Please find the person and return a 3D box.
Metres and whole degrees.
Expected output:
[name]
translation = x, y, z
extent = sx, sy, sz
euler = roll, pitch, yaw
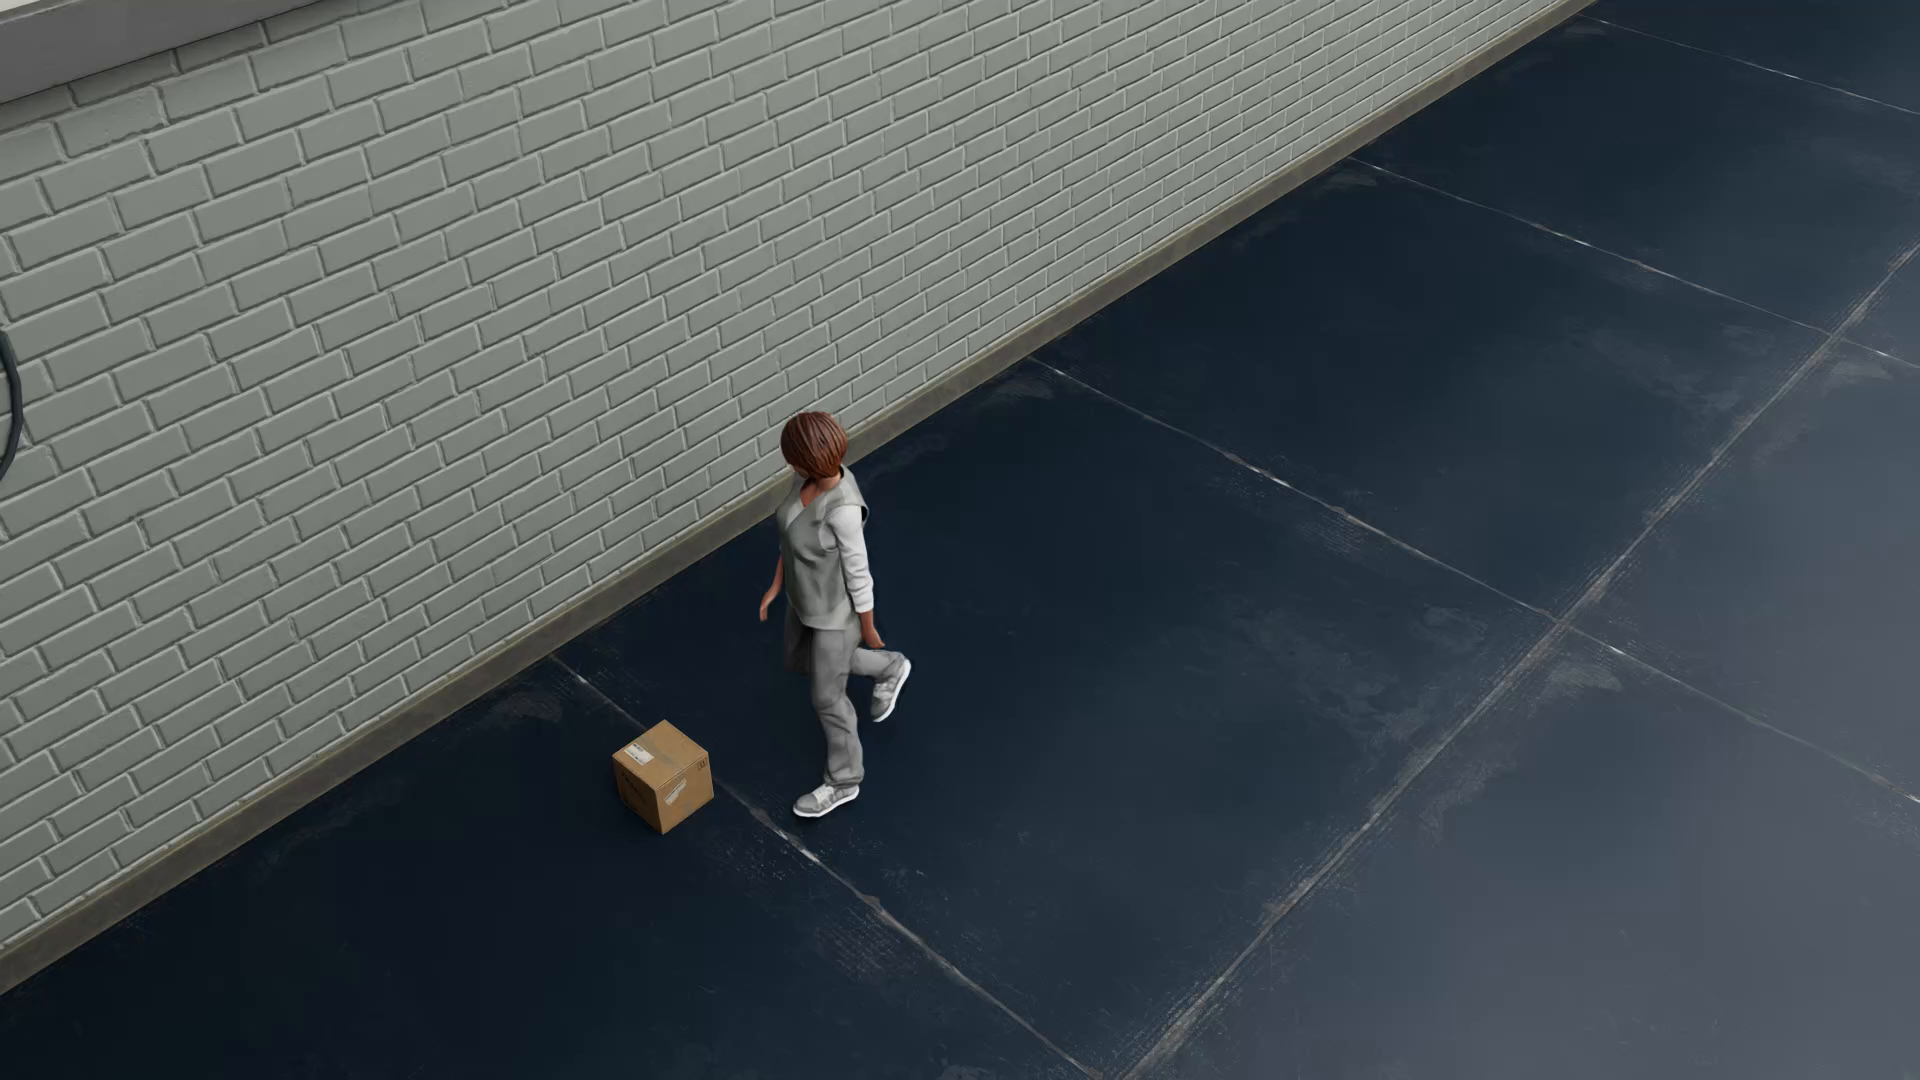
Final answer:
[person]
translation = -0.414, 0.235, 5.883
extent = 0.611, 1.576, 0.458
euler = -16, 43, -19
